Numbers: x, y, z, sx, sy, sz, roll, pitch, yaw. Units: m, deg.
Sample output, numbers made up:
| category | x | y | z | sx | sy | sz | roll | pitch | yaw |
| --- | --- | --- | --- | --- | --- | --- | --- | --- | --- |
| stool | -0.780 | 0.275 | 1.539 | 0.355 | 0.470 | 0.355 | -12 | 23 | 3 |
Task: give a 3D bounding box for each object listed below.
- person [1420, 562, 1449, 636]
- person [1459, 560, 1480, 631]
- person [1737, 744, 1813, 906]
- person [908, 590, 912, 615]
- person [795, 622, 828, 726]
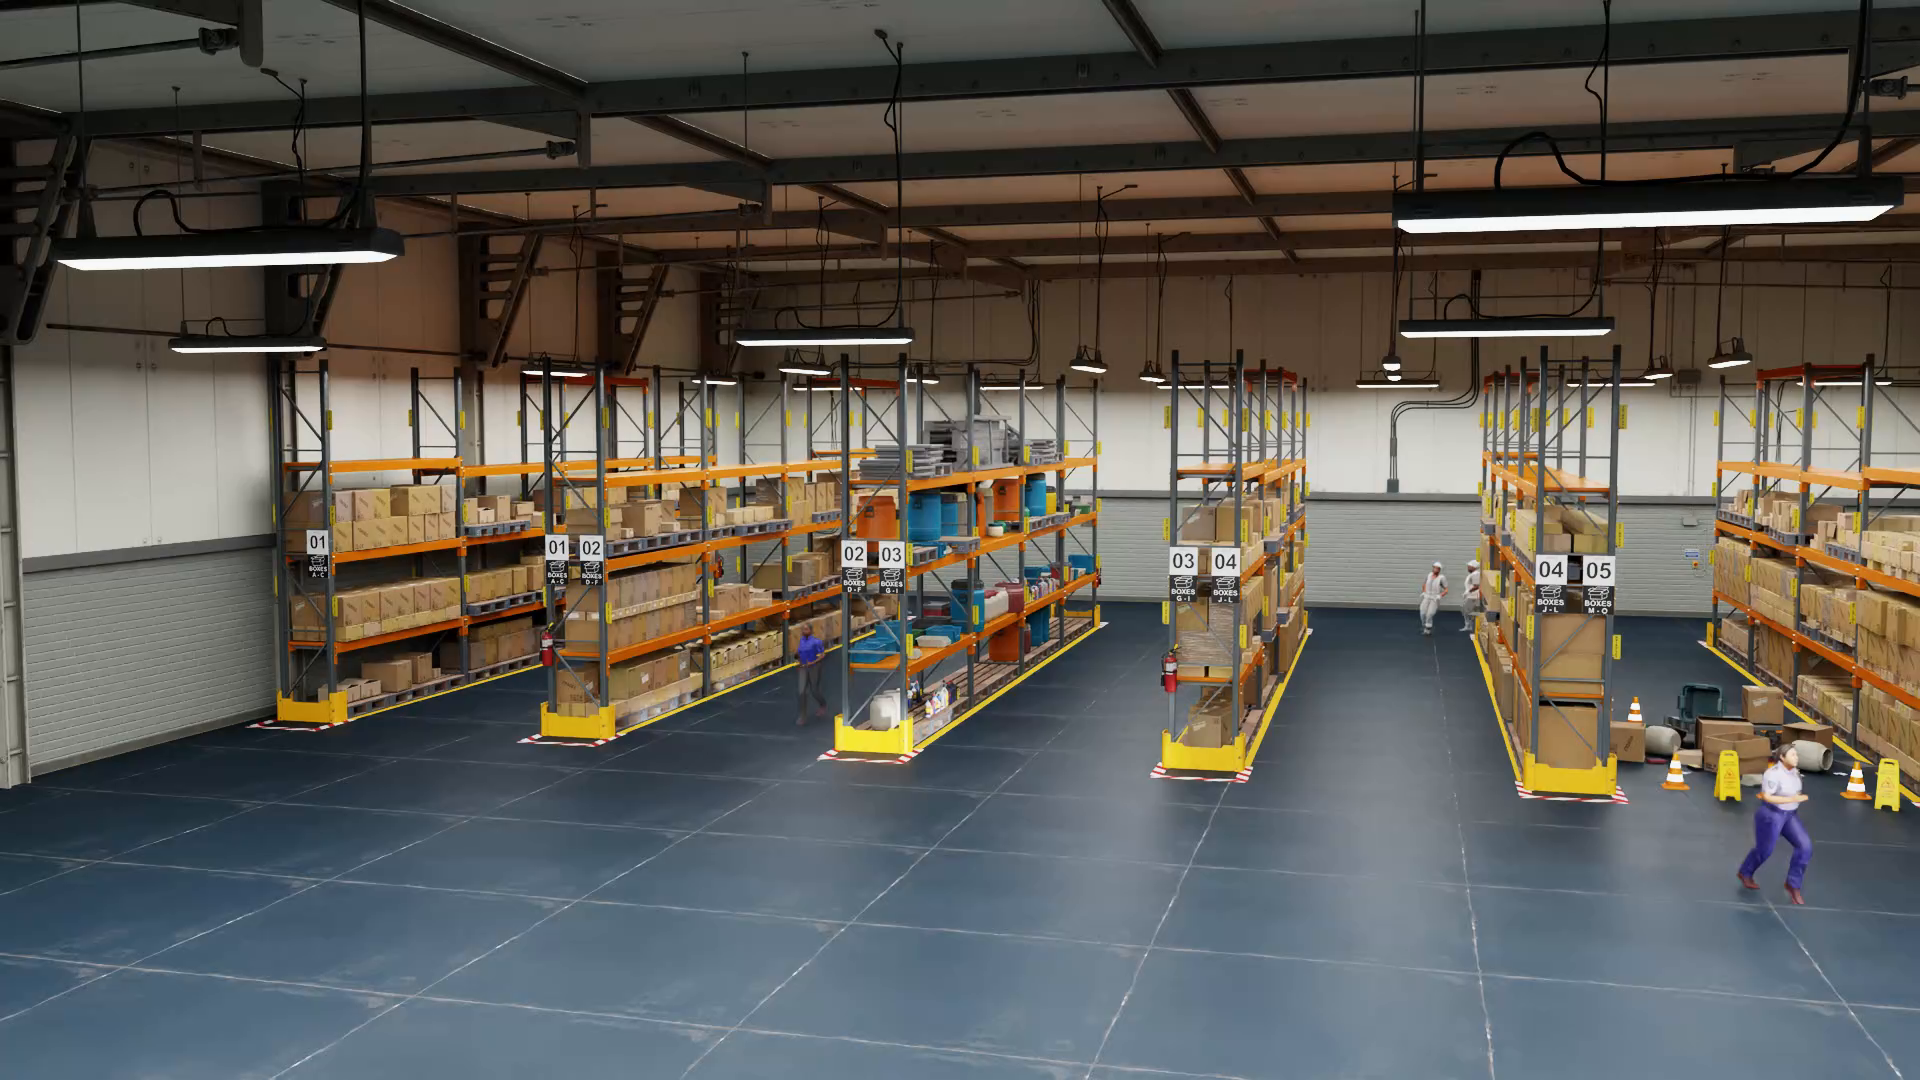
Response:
| category | x | y | z | sx | sy | sz | roll | pitch | yaw |
| --- | --- | --- | --- | --- | --- | --- | --- | --- | --- |
| person | 10.951 | 1.371 | 38.486 | 0.714 | 1.728 | 0.569 | 3 | 5 | 37 |
| person | 12.141 | 1.333 | 39.216 | 0.711 | 1.734 | 0.732 | 1 | 4 | 20 |
| person | 8.529 | 2.944 | 17.406 | 0.626 | 1.686 | 0.829 | -2 | 5 | -26 |
| person | -1.541 | 1.108 | 42.821 | 0.743 | 1.635 | 0.578 | 2 | 5 | 28 |
| person | -2.441 | 2.199 | 27.547 | 0.574 | 1.695 | 0.814 | 2 | 5 | 27 |
